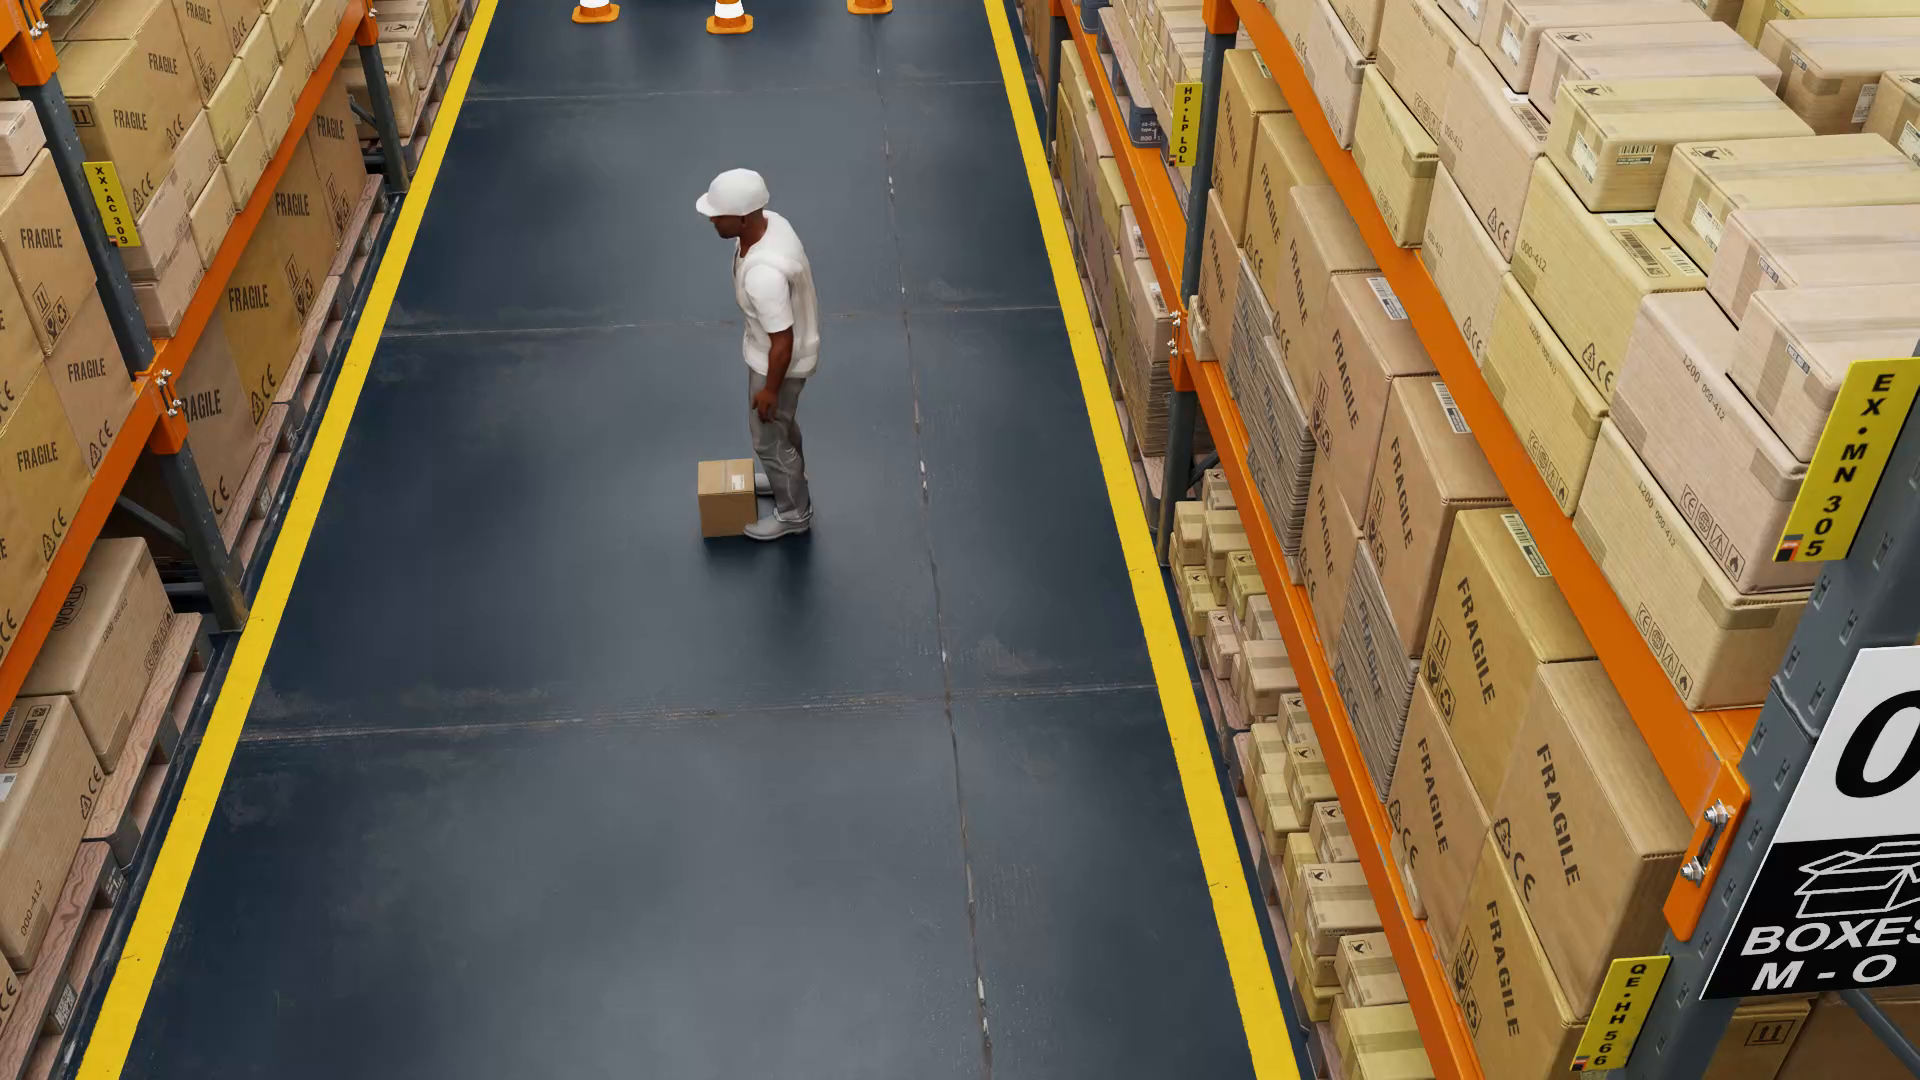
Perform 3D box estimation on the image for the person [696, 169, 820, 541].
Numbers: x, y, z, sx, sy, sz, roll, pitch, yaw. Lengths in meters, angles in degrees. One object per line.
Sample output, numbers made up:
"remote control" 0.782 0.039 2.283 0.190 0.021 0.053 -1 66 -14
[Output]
"person" -0.828 -0.790 7.119 0.453 1.760 0.635 -5 39 -6
